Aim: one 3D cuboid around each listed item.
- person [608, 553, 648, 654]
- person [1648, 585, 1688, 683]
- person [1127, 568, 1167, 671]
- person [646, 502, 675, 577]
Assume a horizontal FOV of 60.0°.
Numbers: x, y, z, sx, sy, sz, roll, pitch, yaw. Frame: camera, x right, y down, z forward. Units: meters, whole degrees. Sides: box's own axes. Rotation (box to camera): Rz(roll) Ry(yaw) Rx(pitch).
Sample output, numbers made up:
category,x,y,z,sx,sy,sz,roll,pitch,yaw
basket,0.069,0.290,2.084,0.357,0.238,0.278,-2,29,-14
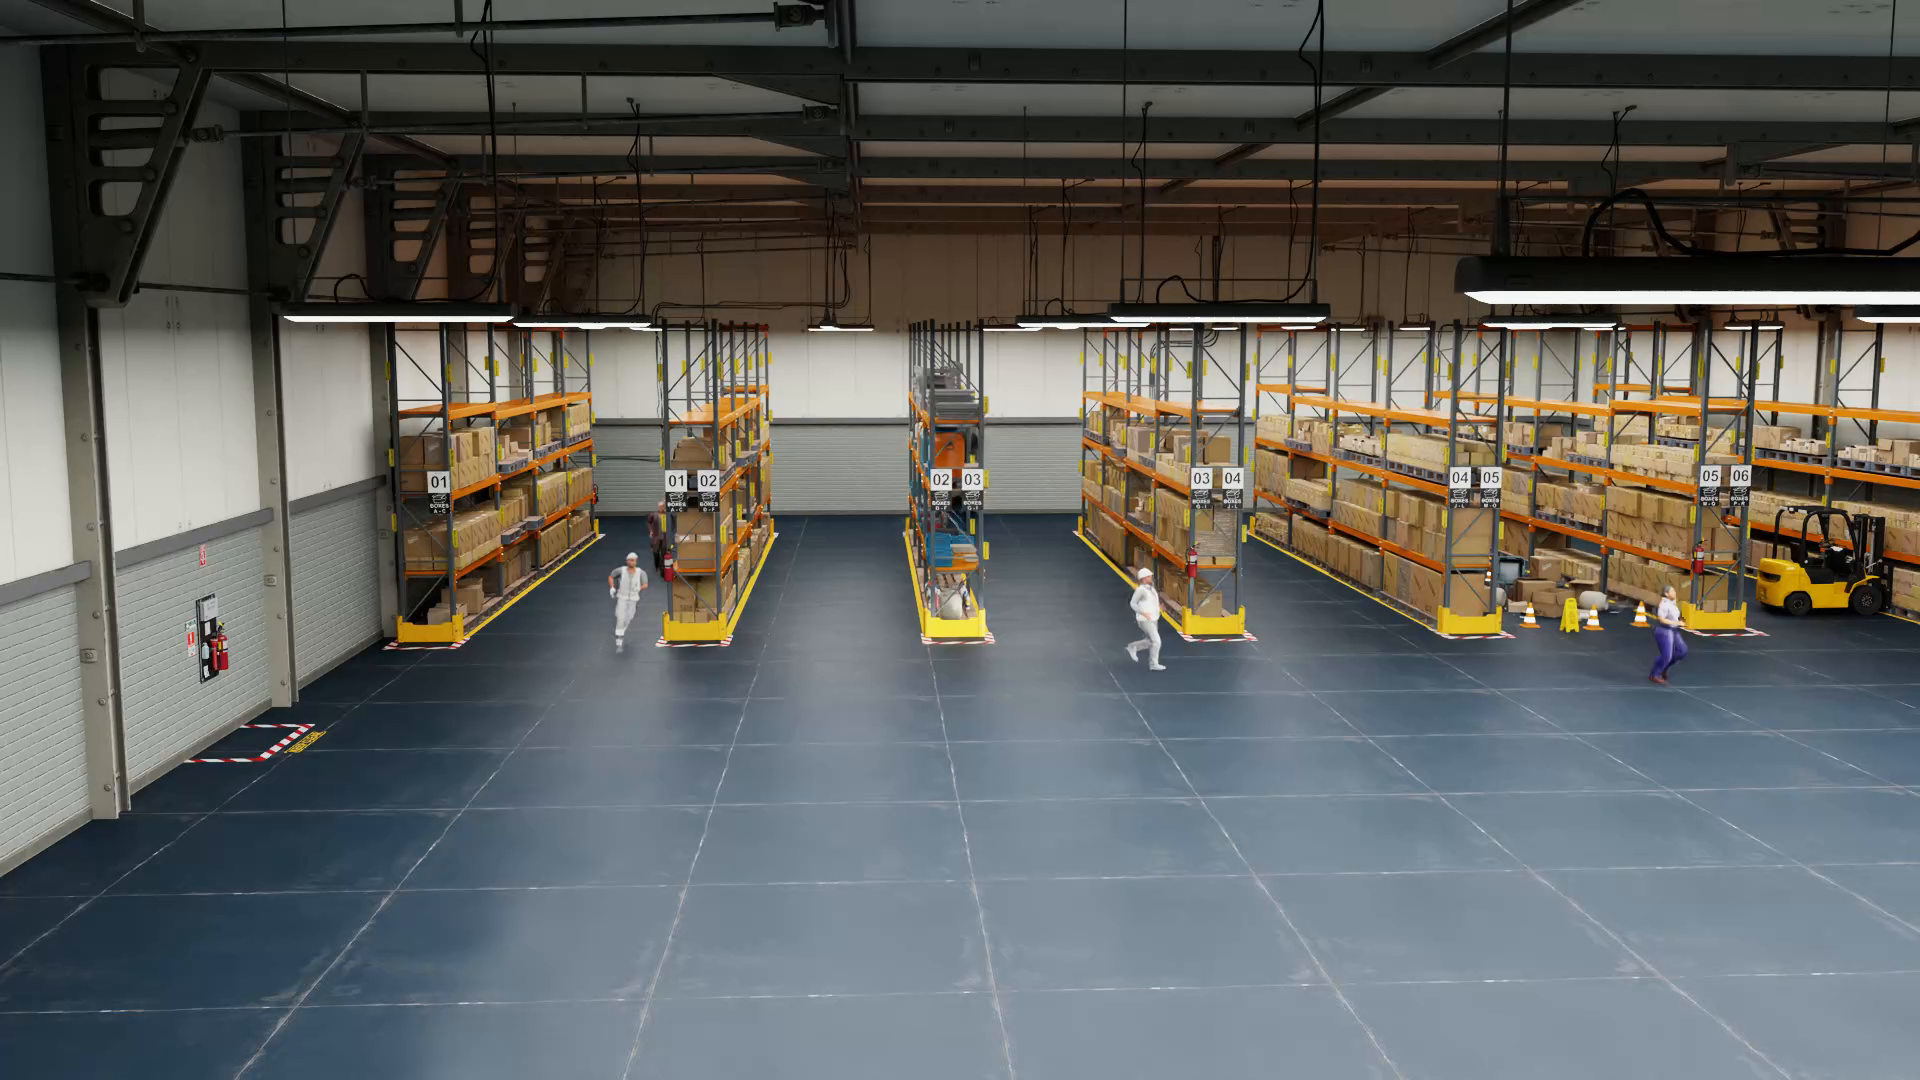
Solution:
category,x,y,z,sx,sy,sz,roll,pitch,yaw
person,-6.036,1.103,30.335,0.684,1.769,0.968,-3,8,-22
person,11.642,1.548,27.303,0.570,1.617,0.661,6,9,40
person,3.187,1.352,28.482,0.783,1.738,0.668,4,8,30
person,-7.098,-0.014,39.438,0.680,1.777,0.745,-1,7,-9
